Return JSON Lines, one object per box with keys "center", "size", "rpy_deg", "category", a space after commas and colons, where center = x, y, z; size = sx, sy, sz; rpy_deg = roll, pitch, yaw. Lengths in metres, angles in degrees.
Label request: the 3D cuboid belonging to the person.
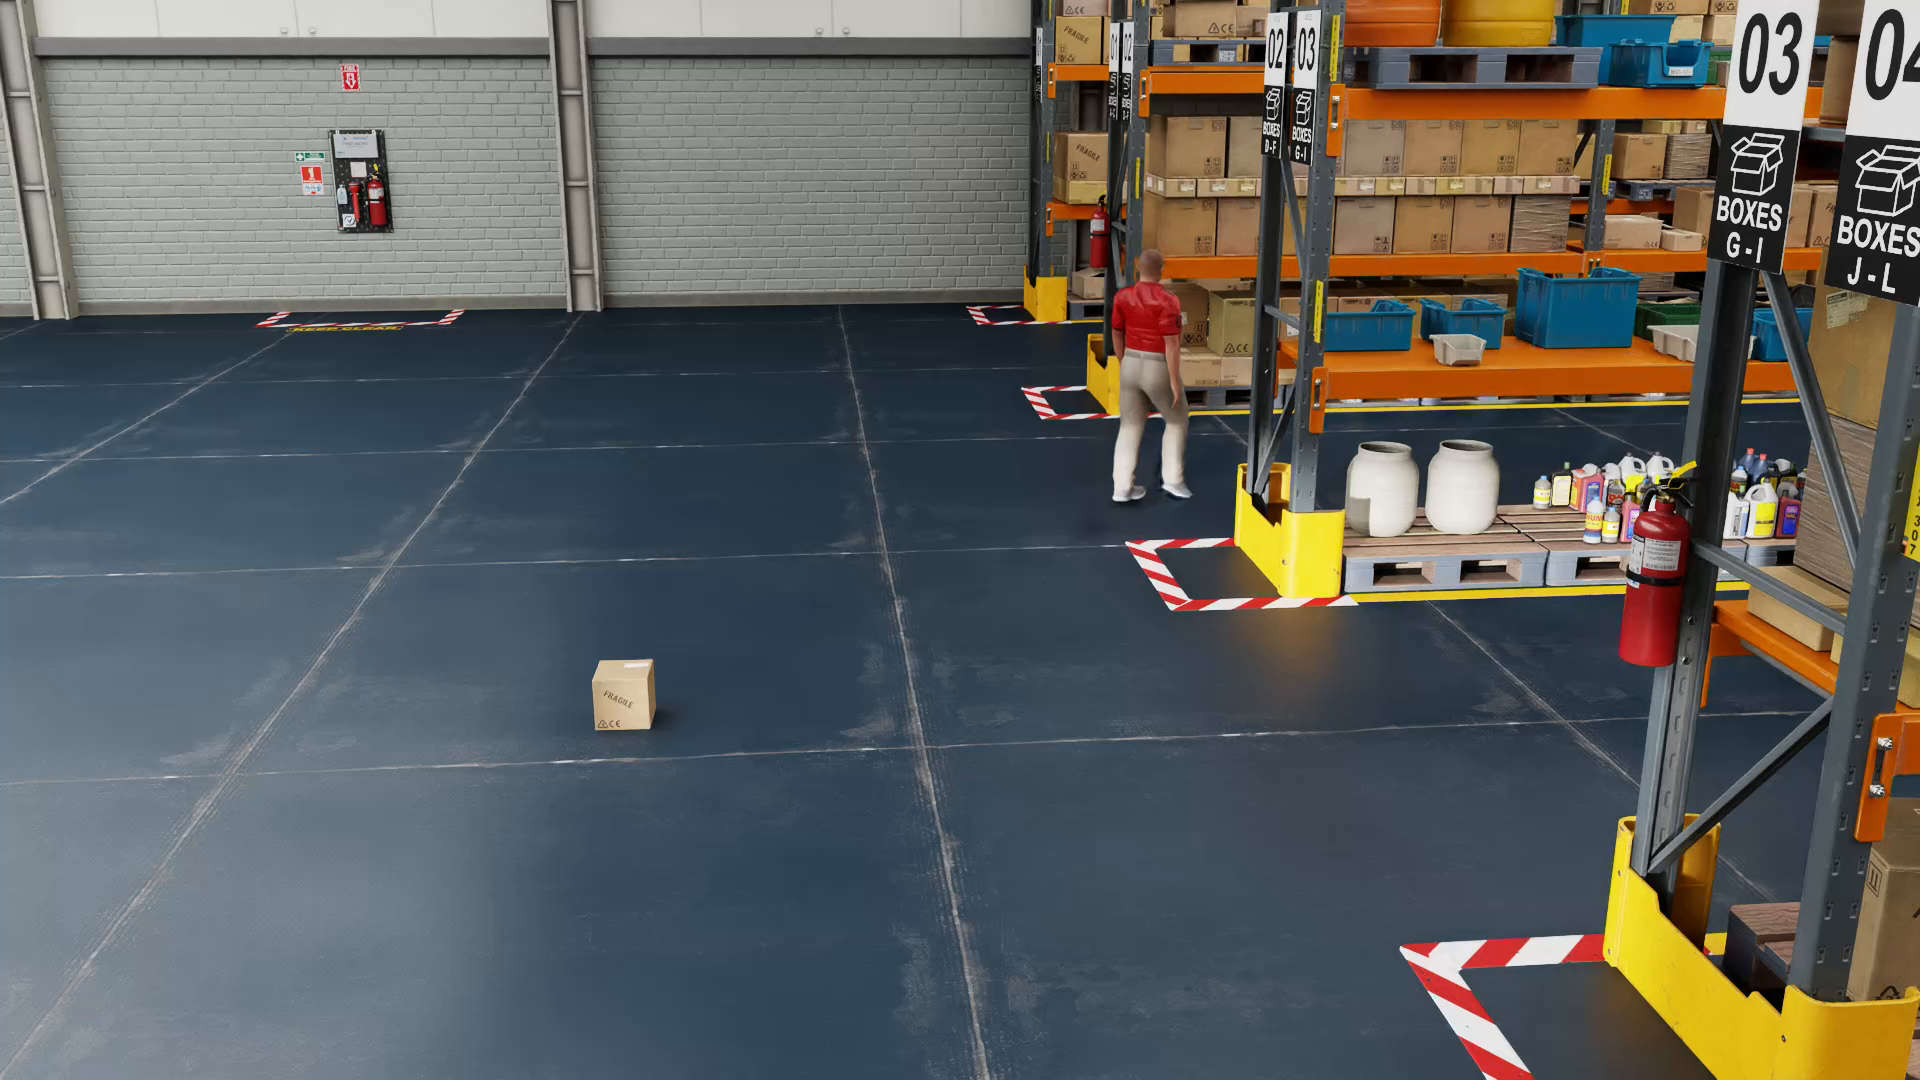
{"center": [1.315, -1.087, 11.300], "size": [0.579, 1.792, 0.681], "rpy_deg": [11, 20, 32], "category": "person"}
